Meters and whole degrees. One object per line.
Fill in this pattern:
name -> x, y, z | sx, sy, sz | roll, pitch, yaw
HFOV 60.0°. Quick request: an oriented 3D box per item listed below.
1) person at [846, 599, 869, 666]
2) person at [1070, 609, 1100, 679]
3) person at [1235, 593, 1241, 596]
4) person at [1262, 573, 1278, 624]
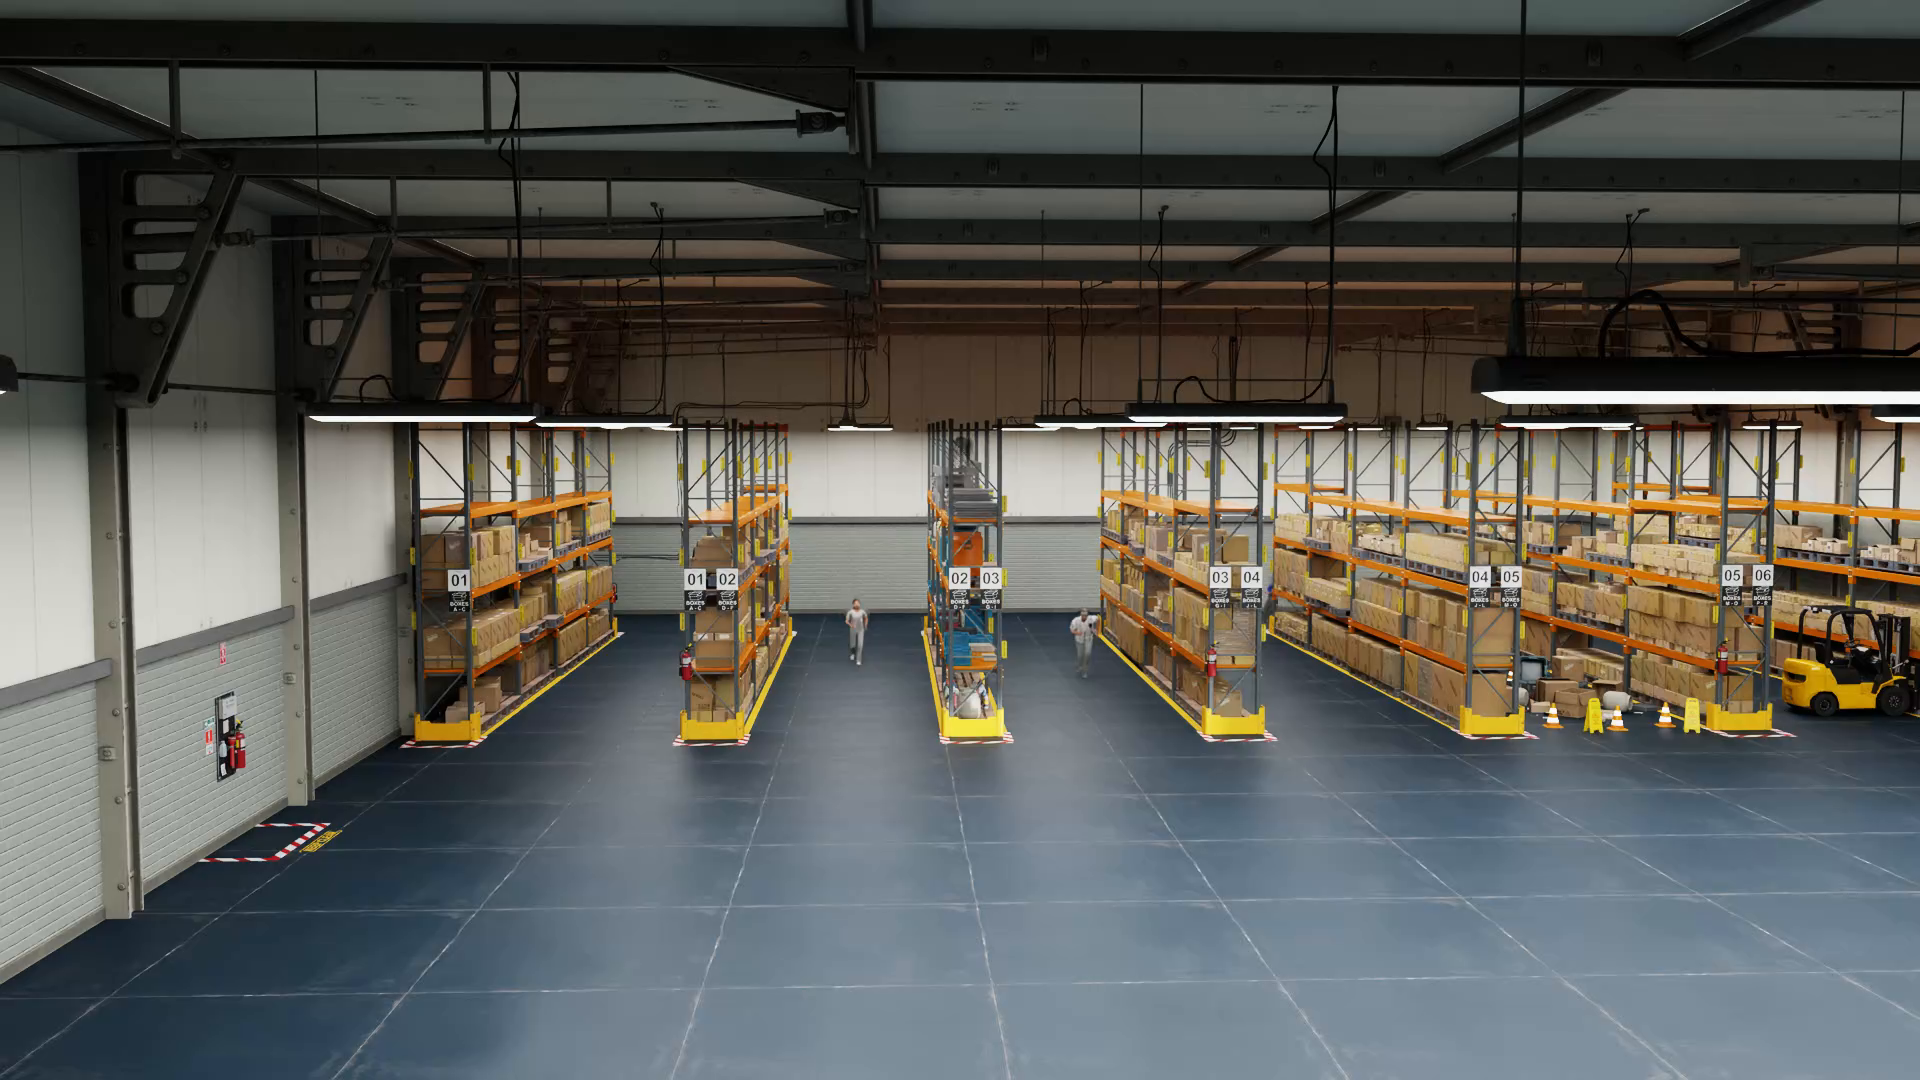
person -> -2.541, 2.271, 41.177 | 0.573, 1.628, 0.758 | -1, 4, -9
person -> 2.936, 2.430, 39.160 | 0.704, 1.710, 1.021 | 0, 4, 3
person -> 7.834, 1.810, 47.336 | 0.707, 1.729, 1.117 | 0, 4, 8
person -> 9.174, 1.758, 49.046 | 0.942, 1.613, 0.590 | 1, 4, 12
